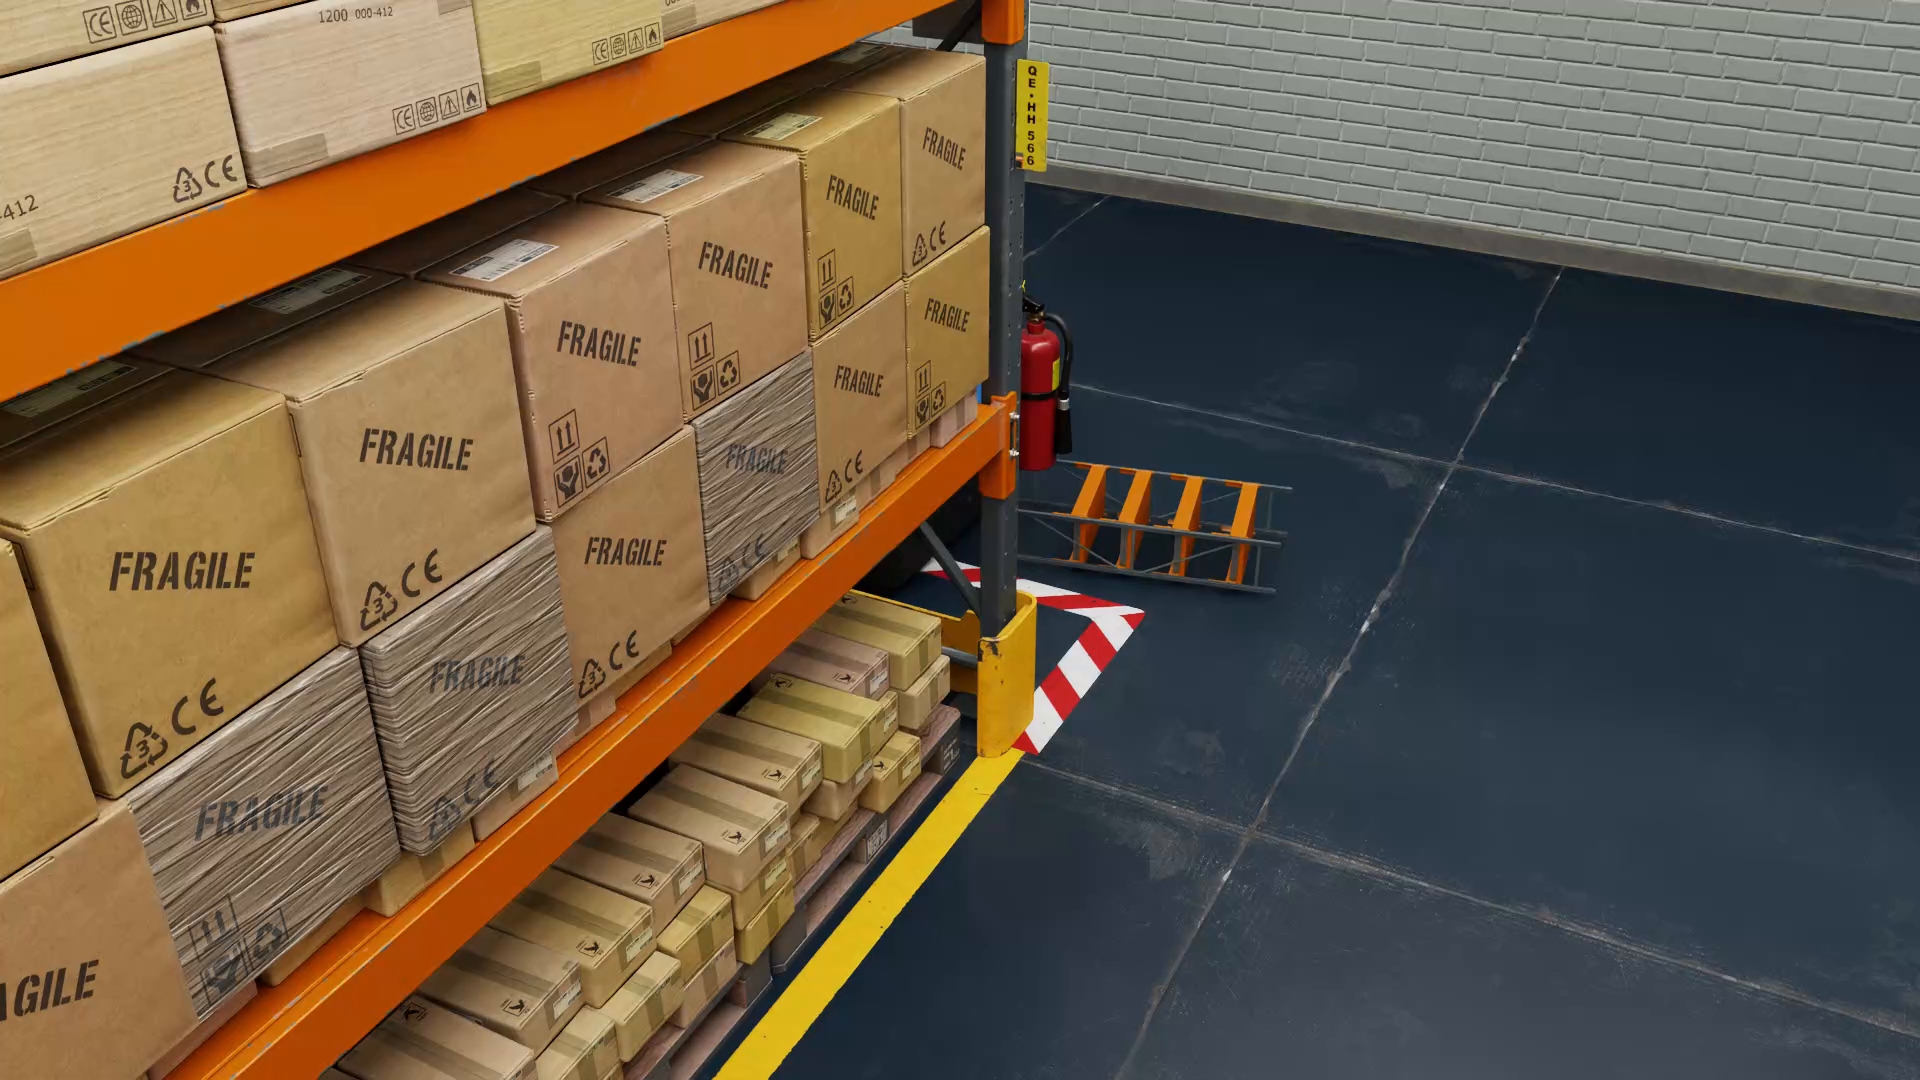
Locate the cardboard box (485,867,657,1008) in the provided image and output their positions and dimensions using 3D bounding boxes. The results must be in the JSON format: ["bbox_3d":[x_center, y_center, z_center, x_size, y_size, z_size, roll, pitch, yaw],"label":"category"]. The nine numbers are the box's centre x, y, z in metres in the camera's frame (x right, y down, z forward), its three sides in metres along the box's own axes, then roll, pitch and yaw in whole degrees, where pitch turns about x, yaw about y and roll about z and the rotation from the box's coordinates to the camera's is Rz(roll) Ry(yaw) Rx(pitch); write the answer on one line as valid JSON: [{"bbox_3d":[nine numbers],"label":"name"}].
[{"bbox_3d":[-1.017,1.019,4.307,0.380,0.149,0.250,14,33,24],"label":"cardboard box"}]

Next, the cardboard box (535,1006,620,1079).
[{"bbox_3d":[-1.085,1.271,4.167,0.380,0.149,0.250,14,33,23],"label":"cardboard box"}]

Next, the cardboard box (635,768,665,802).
[{"bbox_3d":[-1.162,0.791,5.302,0.380,0.149,0.250,15,33,24],"label":"cardboard box"}]

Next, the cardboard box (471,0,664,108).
[{"bbox_3d":[-0.931,-1.047,3.199,0.500,0.250,0.500,16,33,25],"label":"cardboard box"}]

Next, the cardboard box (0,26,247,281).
[{"bbox_3d":[-1.427,-0.590,2.403,0.500,0.250,0.500,14,33,23],"label":"cardboard box"}]

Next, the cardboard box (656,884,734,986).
[{"bbox_3d":[-0.850,1.039,4.571,0.380,0.149,0.250,16,34,26],"label":"cardboard box"}]

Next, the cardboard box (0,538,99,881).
[{"bbox_3d":[-1.670,0.265,2.374,0.500,0.500,0.500,15,33,24],"label":"cardboard box"}]

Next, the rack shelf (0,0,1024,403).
[{"bbox_3d":[-1.182,-0.860,3.446,1.077,0.370,4.000,14,33,23],"label":"rack shelf"}]

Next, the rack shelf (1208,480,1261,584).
[{"bbox_3d":[1.155,-0.026,7.000,0.148,0.258,0.480,8,31,13],"label":"rack shelf"}]

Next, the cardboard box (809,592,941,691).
[{"bbox_3d":[-0.286,0.331,5.506,0.380,0.149,0.250,15,33,24],"label":"cardboard box"}]

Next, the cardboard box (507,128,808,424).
[{"bbox_3d":[-0.717,-0.647,3.962,0.500,0.500,0.500,16,34,26],"label":"cardboard box"}]

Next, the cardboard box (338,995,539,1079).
[{"bbox_3d":[-1.215,1.259,3.889,0.380,0.149,0.250,15,33,24],"label":"cardboard box"}]

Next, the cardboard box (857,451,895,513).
[{"bbox_3d":[-0.415,-0.224,4.880,0.380,0.149,0.250,14,33,23],"label":"cardboard box"}]

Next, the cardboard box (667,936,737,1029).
[{"bbox_3d":[-0.852,1.168,4.645,0.380,0.149,0.250,15,33,24],"label":"cardboard box"}]

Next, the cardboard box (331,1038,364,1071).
[{"bbox_3d":[-1.713,1.277,4.156,0.380,0.149,0.250,15,33,24],"label":"cardboard box"}]

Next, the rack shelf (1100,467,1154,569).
[{"bbox_3d":[0.710,-0.085,7.103,0.148,0.258,0.480,8,31,13],"label":"rack shelf"}]

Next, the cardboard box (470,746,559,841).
[{"bbox_3d":[-1.116,0.478,3.657,0.380,0.149,0.250,16,33,25],"label":"cardboard box"}]

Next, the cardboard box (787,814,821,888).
[{"bbox_3d":[-0.650,0.924,5.070,0.380,0.149,0.250,15,33,24],"label":"cardboard box"}]

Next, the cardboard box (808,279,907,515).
[{"bbox_3d":[-0.485,-0.445,4.614,0.500,0.500,0.500,14,33,22],"label":"cardboard box"}]

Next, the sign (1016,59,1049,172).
[{"bbox_3d":[0.214,-1.262,4.956,0.100,0.325,0.005,14,33,23],"label":"sign"}]

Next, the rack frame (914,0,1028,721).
[{"bbox_3d":[-0.271,-0.758,5.557,1.000,3.000,0.127,14,33,23],"label":"rack frame"}]

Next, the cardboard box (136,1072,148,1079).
[{"bbox_3d":[-1.621,0.942,2.850,0.380,0.149,0.250,15,33,25],"label":"cardboard box"}]

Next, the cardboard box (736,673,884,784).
[{"bbox_3d":[-0.457,0.573,5.084,0.380,0.149,0.250,14,33,22],"label":"cardboard box"}]

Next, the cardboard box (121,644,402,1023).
[{"bbox_3d":[-1.424,0.460,3.038,0.500,0.500,0.500,14,33,23],"label":"cardboard box"}]

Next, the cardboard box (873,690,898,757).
[{"bbox_3d":[-0.424,0.570,5.388,0.380,0.149,0.250,14,33,22],"label":"cardboard box"}]

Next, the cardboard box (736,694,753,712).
[{"bbox_3d":[-0.841,0.591,5.650,0.380,0.149,0.250,14,33,23],"label":"cardboard box"}]

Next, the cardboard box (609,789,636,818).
[{"bbox_3d":[-1.195,0.807,4.975,0.380,0.149,0.250,13,32,21],"label":"cardboard box"}]

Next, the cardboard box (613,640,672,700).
[{"bbox_3d":[-0.939,0.232,4.086,0.380,0.149,0.250,15,33,24],"label":"cardboard box"}]

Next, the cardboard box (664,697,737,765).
[{"bbox_3d":[-0.945,0.579,5.373,0.380,0.149,0.250,15,33,24],"label":"cardboard box"}]

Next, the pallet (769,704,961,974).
[{"bbox_3d":[-0.707,0.837,5.580,1.003,0.211,1.213,14,33,23],"label":"pallet"}]

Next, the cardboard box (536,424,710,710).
[{"bbox_3d":[-0.944,0.000,3.838,0.500,0.500,0.500,16,34,26],"label":"cardboard box"}]

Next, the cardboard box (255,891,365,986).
[{"bbox_3d":[-1.417,0.693,3.284,0.380,0.149,0.250,13,32,21],"label":"cardboard box"}]

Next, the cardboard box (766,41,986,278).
[{"bbox_3d":[-0.258,-1.104,4.758,0.500,0.500,0.500,14,33,22],"label":"cardboard box"}]

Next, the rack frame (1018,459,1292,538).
[{"bbox_3d":[0.838,-0.194,7.293,1.200,0.240,0.015,8,31,13],"label":"rack frame"}]

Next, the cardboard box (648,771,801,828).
[{"bbox_3d":[-0.706,0.793,5.000,0.380,0.149,0.250,14,33,23],"label":"cardboard box"}]

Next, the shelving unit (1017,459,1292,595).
[{"bbox_3d":[0.775,-0.077,7.088,1.200,0.258,0.503,8,31,13],"label":"shelving unit"}]

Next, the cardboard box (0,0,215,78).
[{"bbox_3d":[-1.429,-0.816,2.295,0.500,0.250,0.500,14,33,23],"label":"cardboard box"}]

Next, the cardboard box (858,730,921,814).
[{"bbox_3d":[-0.352,0.714,5.435,0.380,0.149,0.250,15,33,25],"label":"cardboard box"}]

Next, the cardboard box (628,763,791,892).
[{"bbox_3d":[-0.704,0.805,4.680,0.380,0.149,0.250,16,33,25],"label":"cardboard box"}]

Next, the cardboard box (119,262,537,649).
[{"bbox_3d":[-1.191,-0.185,3.157,0.500,0.500,0.500,15,33,24],"label":"cardboard box"}]

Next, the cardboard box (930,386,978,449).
[{"bbox_3d":[-0.167,-0.440,5.257,0.380,0.149,0.250,14,33,23],"label":"cardboard box"}]

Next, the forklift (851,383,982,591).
[{"bbox_3d":[-1.356,-1.574,7.048,3.031,2.935,1.130,15,33,25],"label":"forklift"}]

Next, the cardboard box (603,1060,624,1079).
[{"bbox_3d":[-1.086,1.397,4.247,0.380,0.149,0.250,13,32,22],"label":"cardboard box"}]

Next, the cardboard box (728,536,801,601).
[{"bbox_3d":[-0.657,0.005,4.482,0.380,0.149,0.250,13,32,21],"label":"cardboard box"}]
